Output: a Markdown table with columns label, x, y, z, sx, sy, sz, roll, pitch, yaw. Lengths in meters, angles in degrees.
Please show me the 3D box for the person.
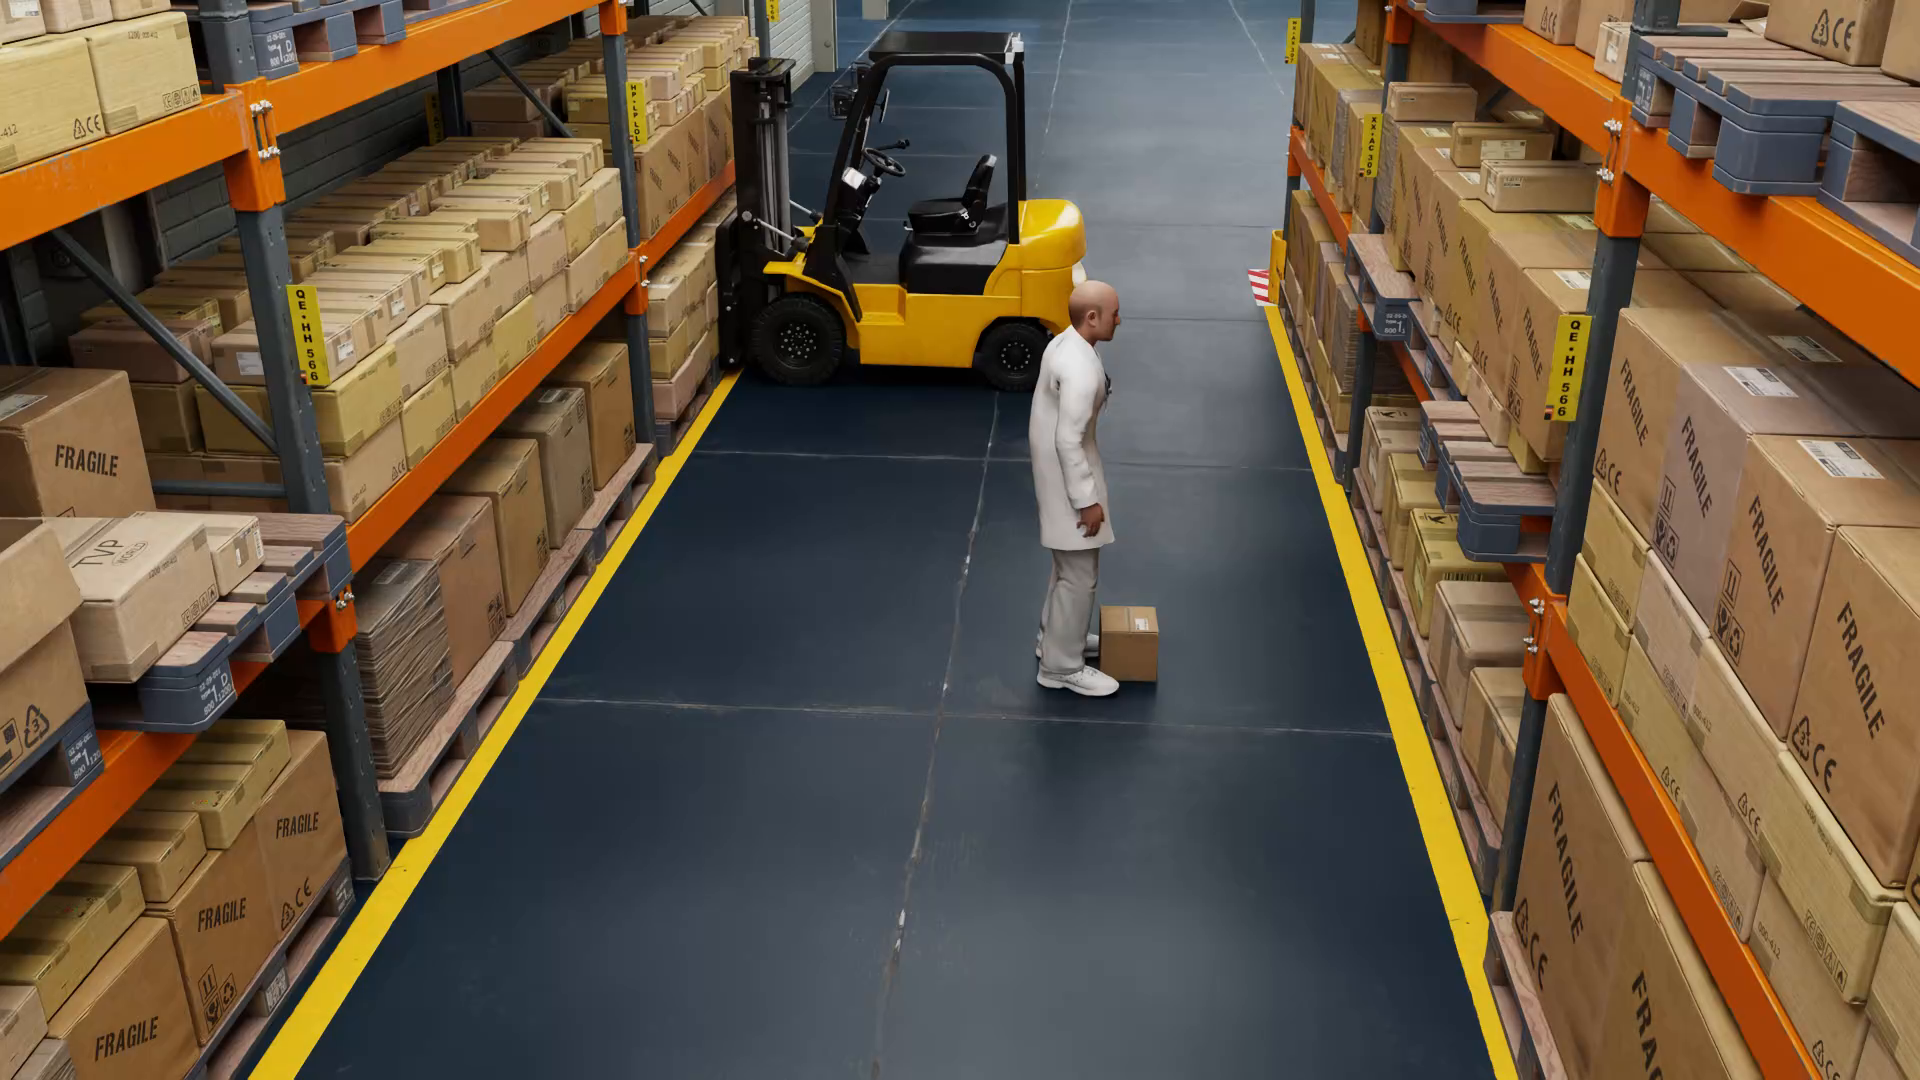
| label | x | y | z | sx | sy | sz | roll | pitch | yaw |
| --- | --- | --- | --- | --- | --- | --- | --- | --- | --- |
| person | 0.504 | -0.245 | 7.166 | 0.420 | 1.775 | 0.654 | 1 | 24 | 1 |
